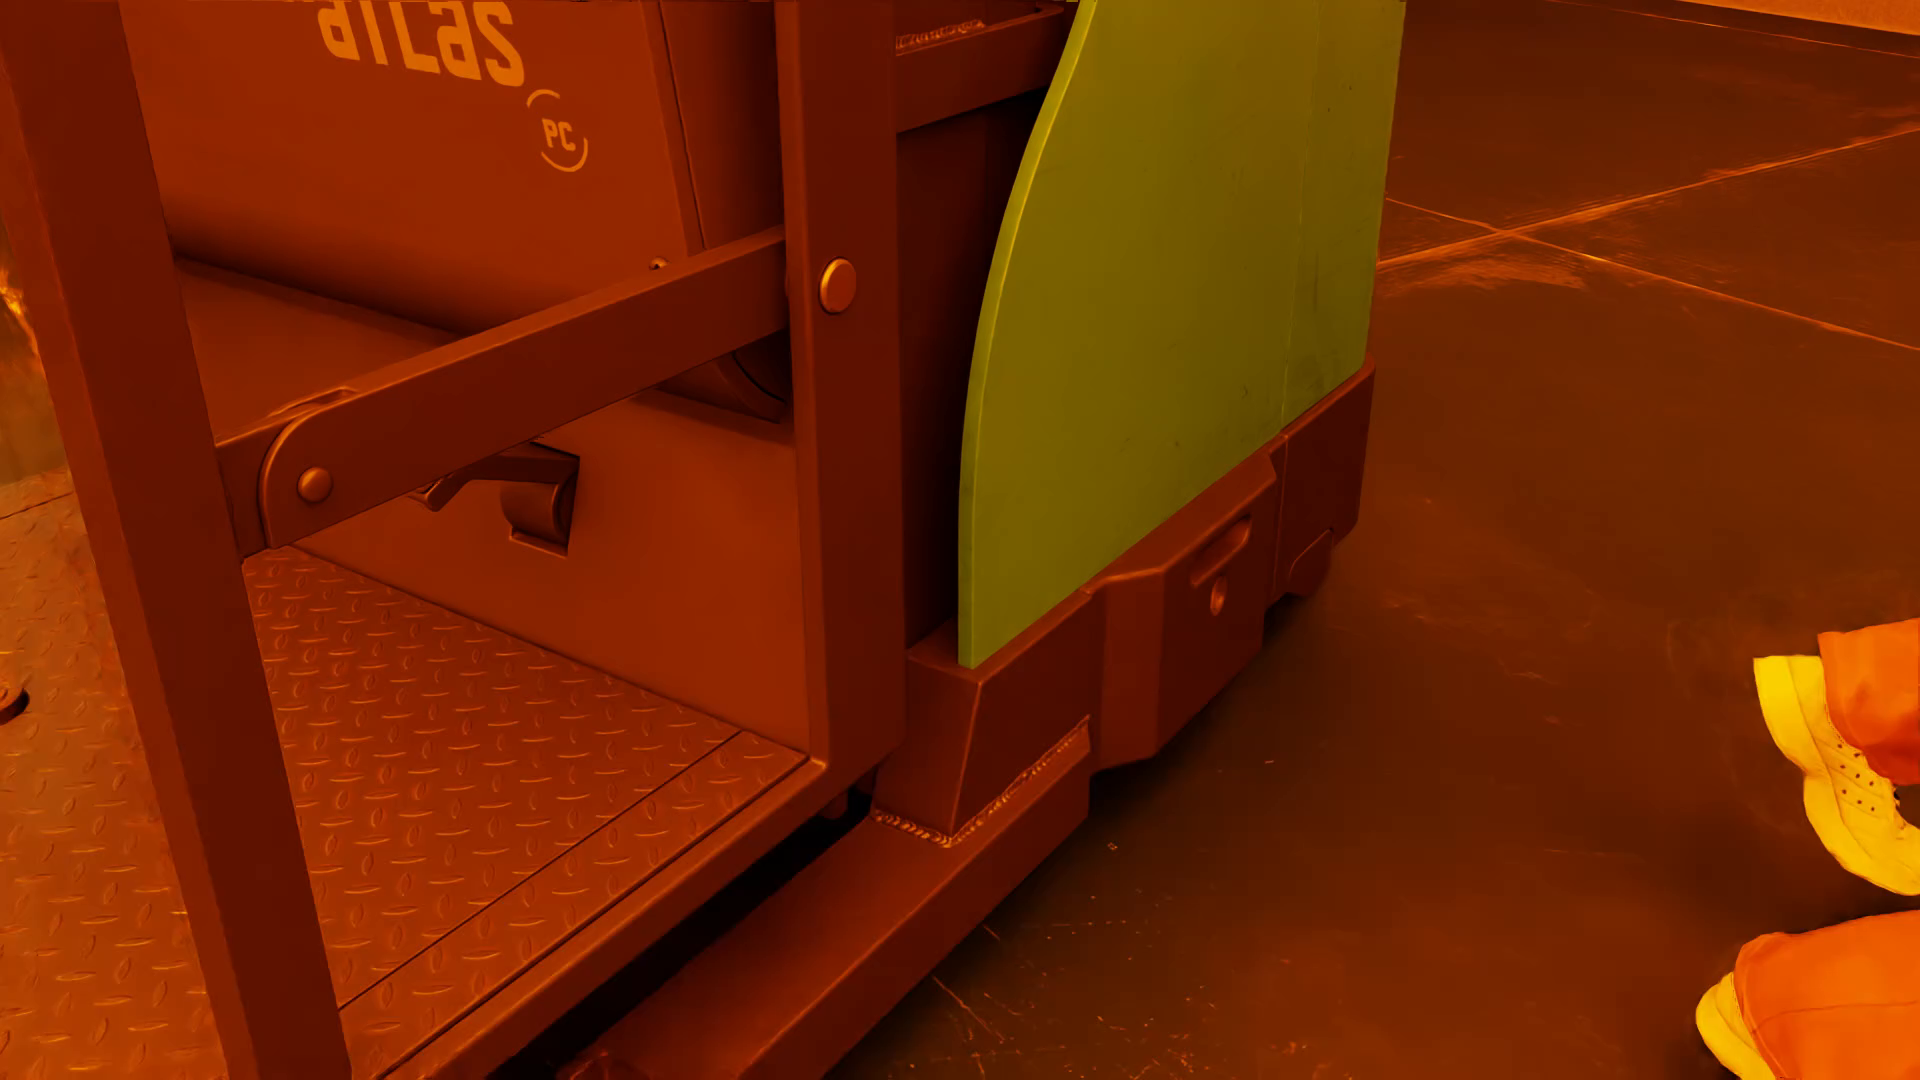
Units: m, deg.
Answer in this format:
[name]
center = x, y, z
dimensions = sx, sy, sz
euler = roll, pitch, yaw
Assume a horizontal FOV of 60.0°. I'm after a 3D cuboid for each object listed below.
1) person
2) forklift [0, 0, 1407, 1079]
[person]
center = 0.776, -0.184, 1.098
dimensions = 0.659, 1.549, 0.941
euler = 18, 32, 31
[forklift]
center = -0.666, -0.869, 0.963
dimensions = 1.130, 2.935, 3.031
euler = 17, 31, 30
